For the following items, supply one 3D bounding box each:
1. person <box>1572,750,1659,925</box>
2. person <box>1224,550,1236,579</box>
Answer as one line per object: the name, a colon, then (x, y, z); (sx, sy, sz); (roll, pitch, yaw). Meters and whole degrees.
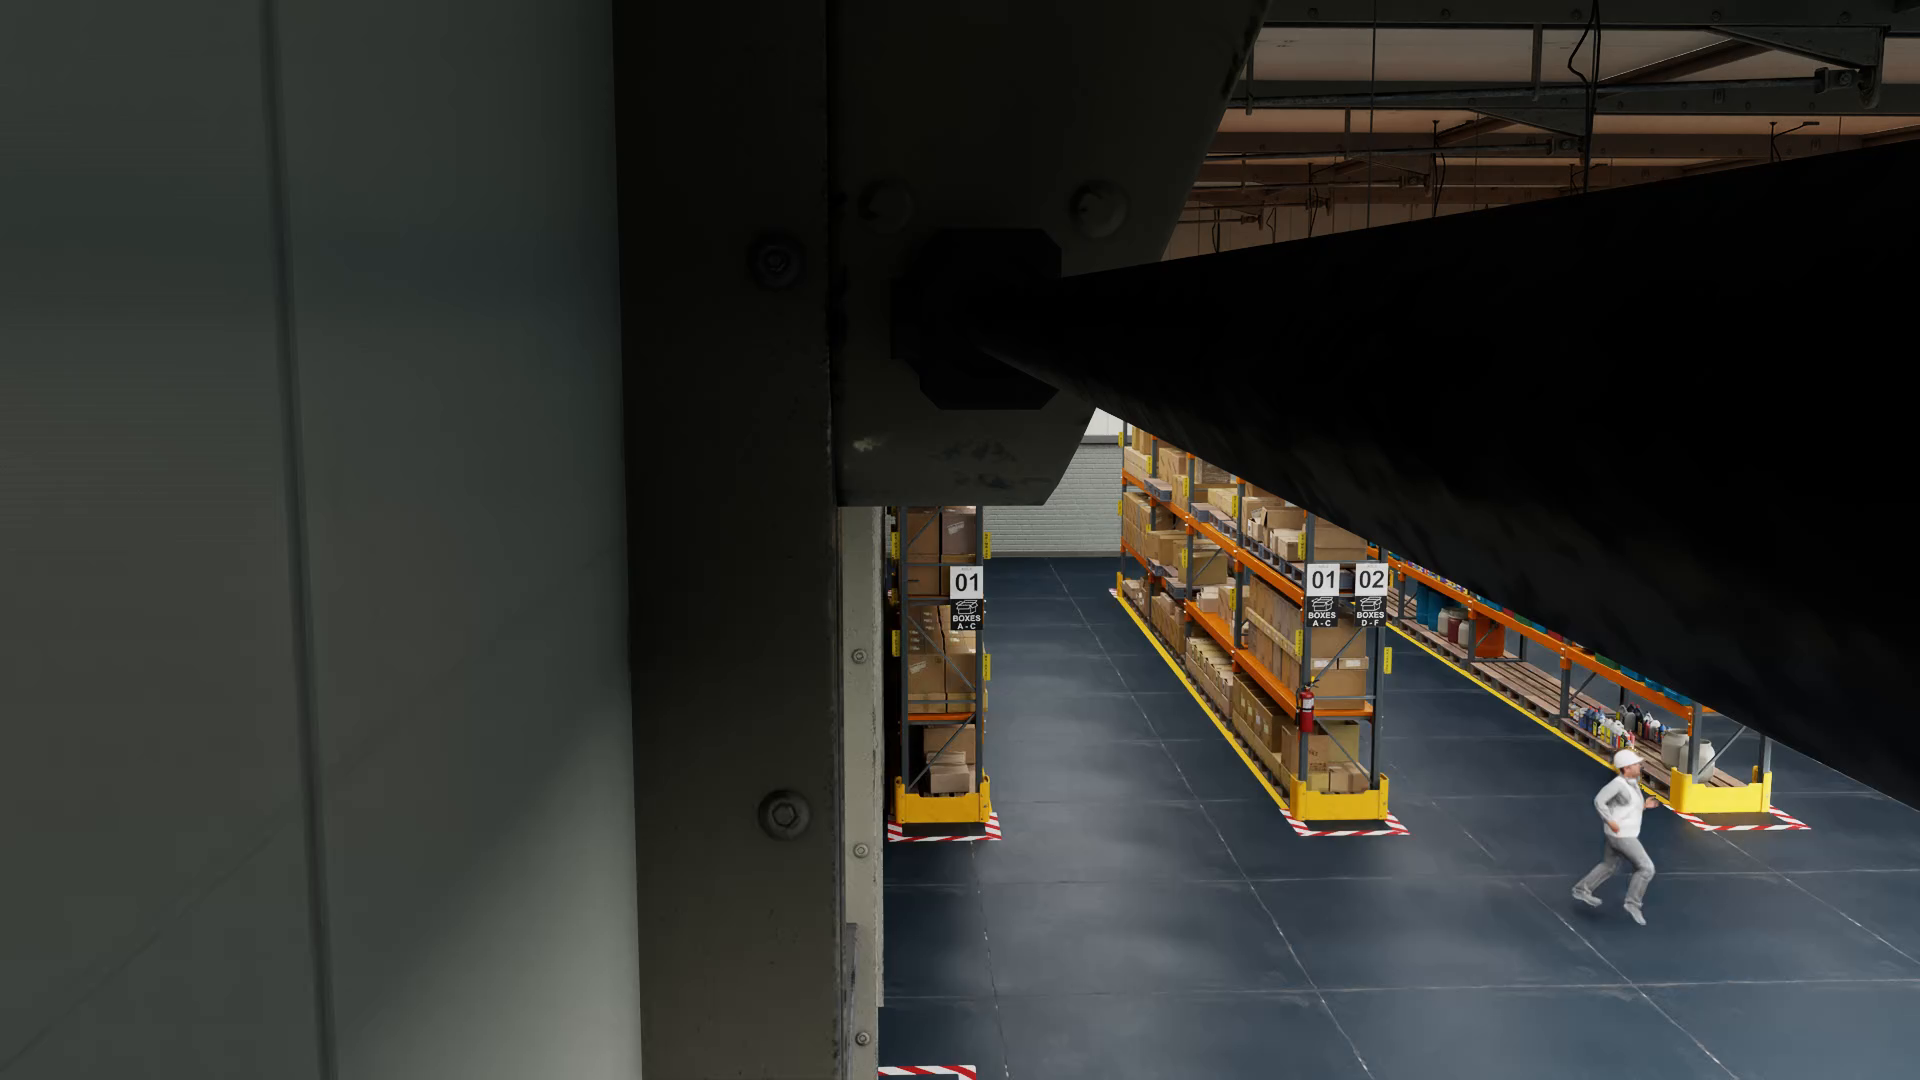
person: (6.820, 3.060, 17.287); (0.795, 1.820, 0.635); (4, 9, 24)
person: (5.871, 0.387, 36.162); (0.725, 1.738, 0.871); (-4, 9, -25)
